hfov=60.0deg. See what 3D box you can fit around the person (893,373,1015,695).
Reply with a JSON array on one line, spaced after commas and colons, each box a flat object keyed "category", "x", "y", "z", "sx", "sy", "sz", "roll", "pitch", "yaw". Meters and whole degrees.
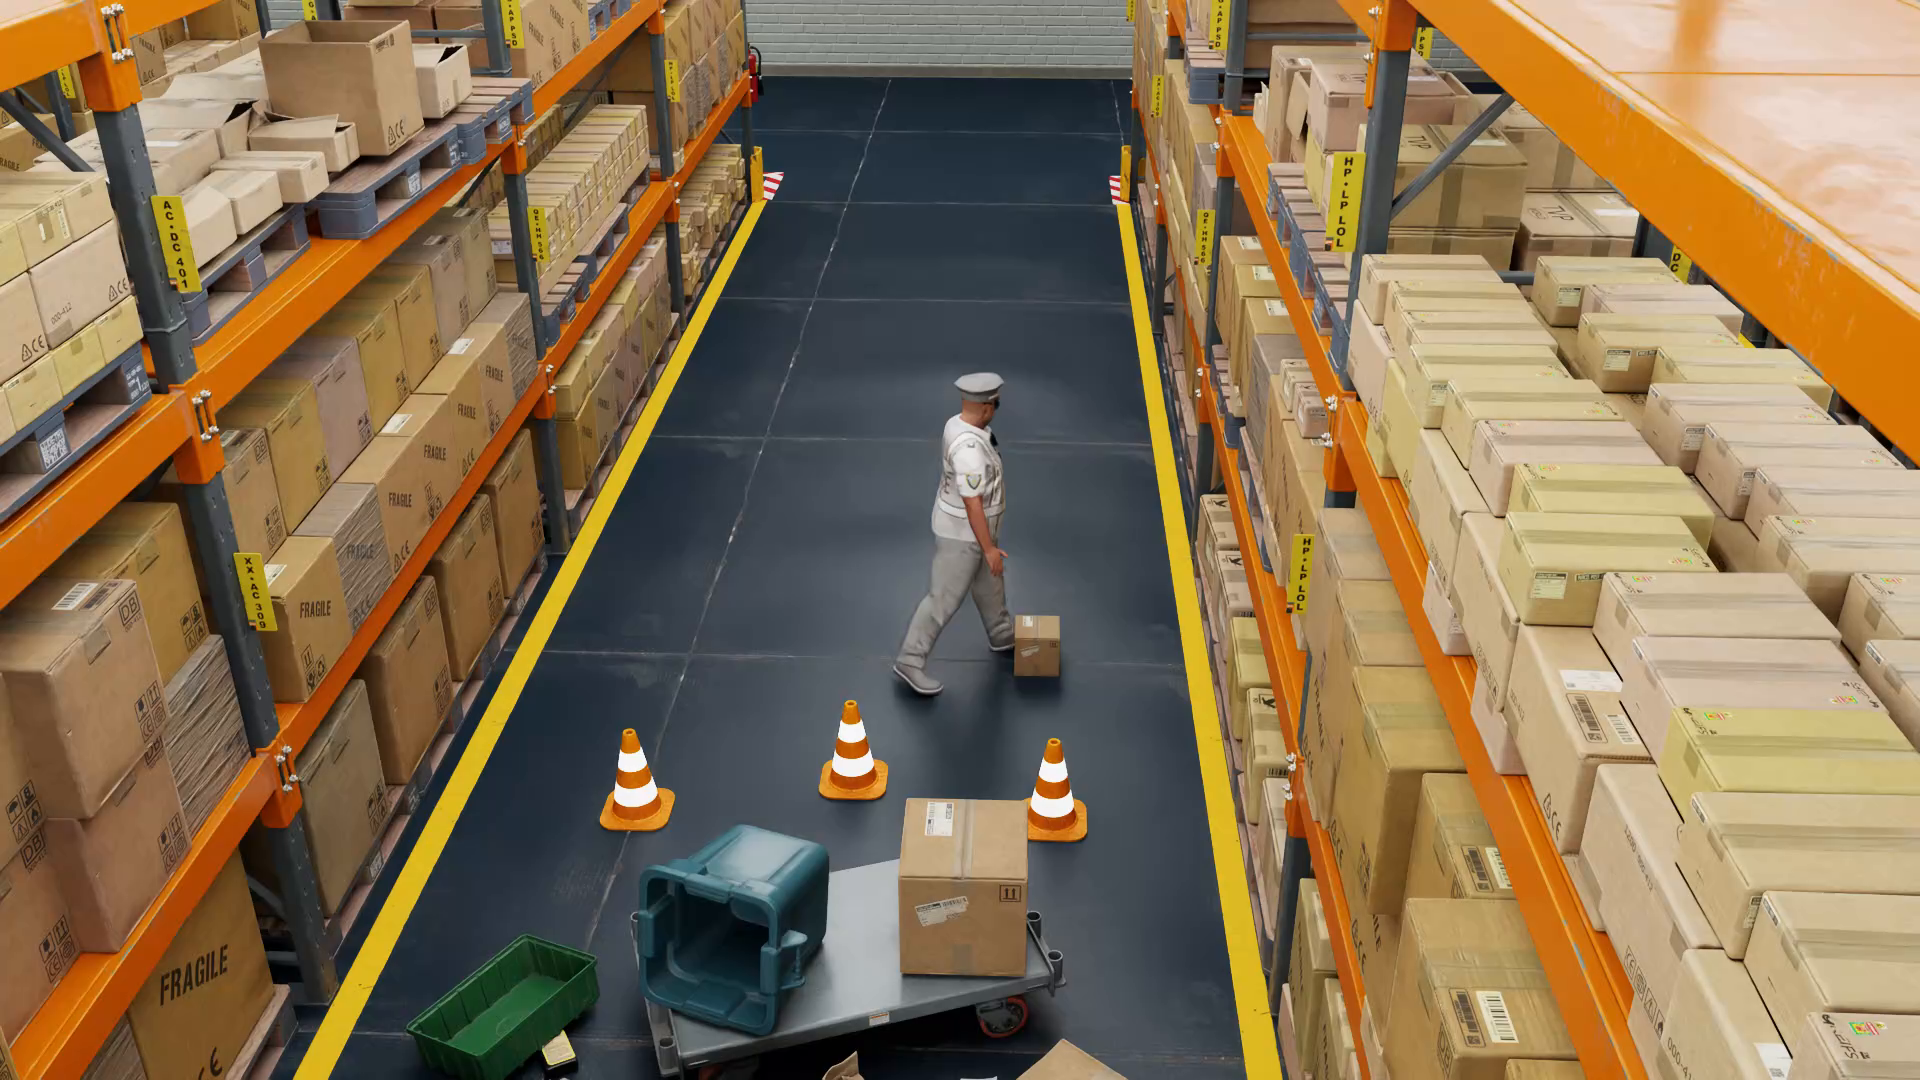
[{"category": "person", "x": 0.058, "y": -0.043, "z": 8.953, "sx": 0.856, "sy": 1.724, "sz": 0.667, "roll": 0, "pitch": 28, "yaw": 0}]
